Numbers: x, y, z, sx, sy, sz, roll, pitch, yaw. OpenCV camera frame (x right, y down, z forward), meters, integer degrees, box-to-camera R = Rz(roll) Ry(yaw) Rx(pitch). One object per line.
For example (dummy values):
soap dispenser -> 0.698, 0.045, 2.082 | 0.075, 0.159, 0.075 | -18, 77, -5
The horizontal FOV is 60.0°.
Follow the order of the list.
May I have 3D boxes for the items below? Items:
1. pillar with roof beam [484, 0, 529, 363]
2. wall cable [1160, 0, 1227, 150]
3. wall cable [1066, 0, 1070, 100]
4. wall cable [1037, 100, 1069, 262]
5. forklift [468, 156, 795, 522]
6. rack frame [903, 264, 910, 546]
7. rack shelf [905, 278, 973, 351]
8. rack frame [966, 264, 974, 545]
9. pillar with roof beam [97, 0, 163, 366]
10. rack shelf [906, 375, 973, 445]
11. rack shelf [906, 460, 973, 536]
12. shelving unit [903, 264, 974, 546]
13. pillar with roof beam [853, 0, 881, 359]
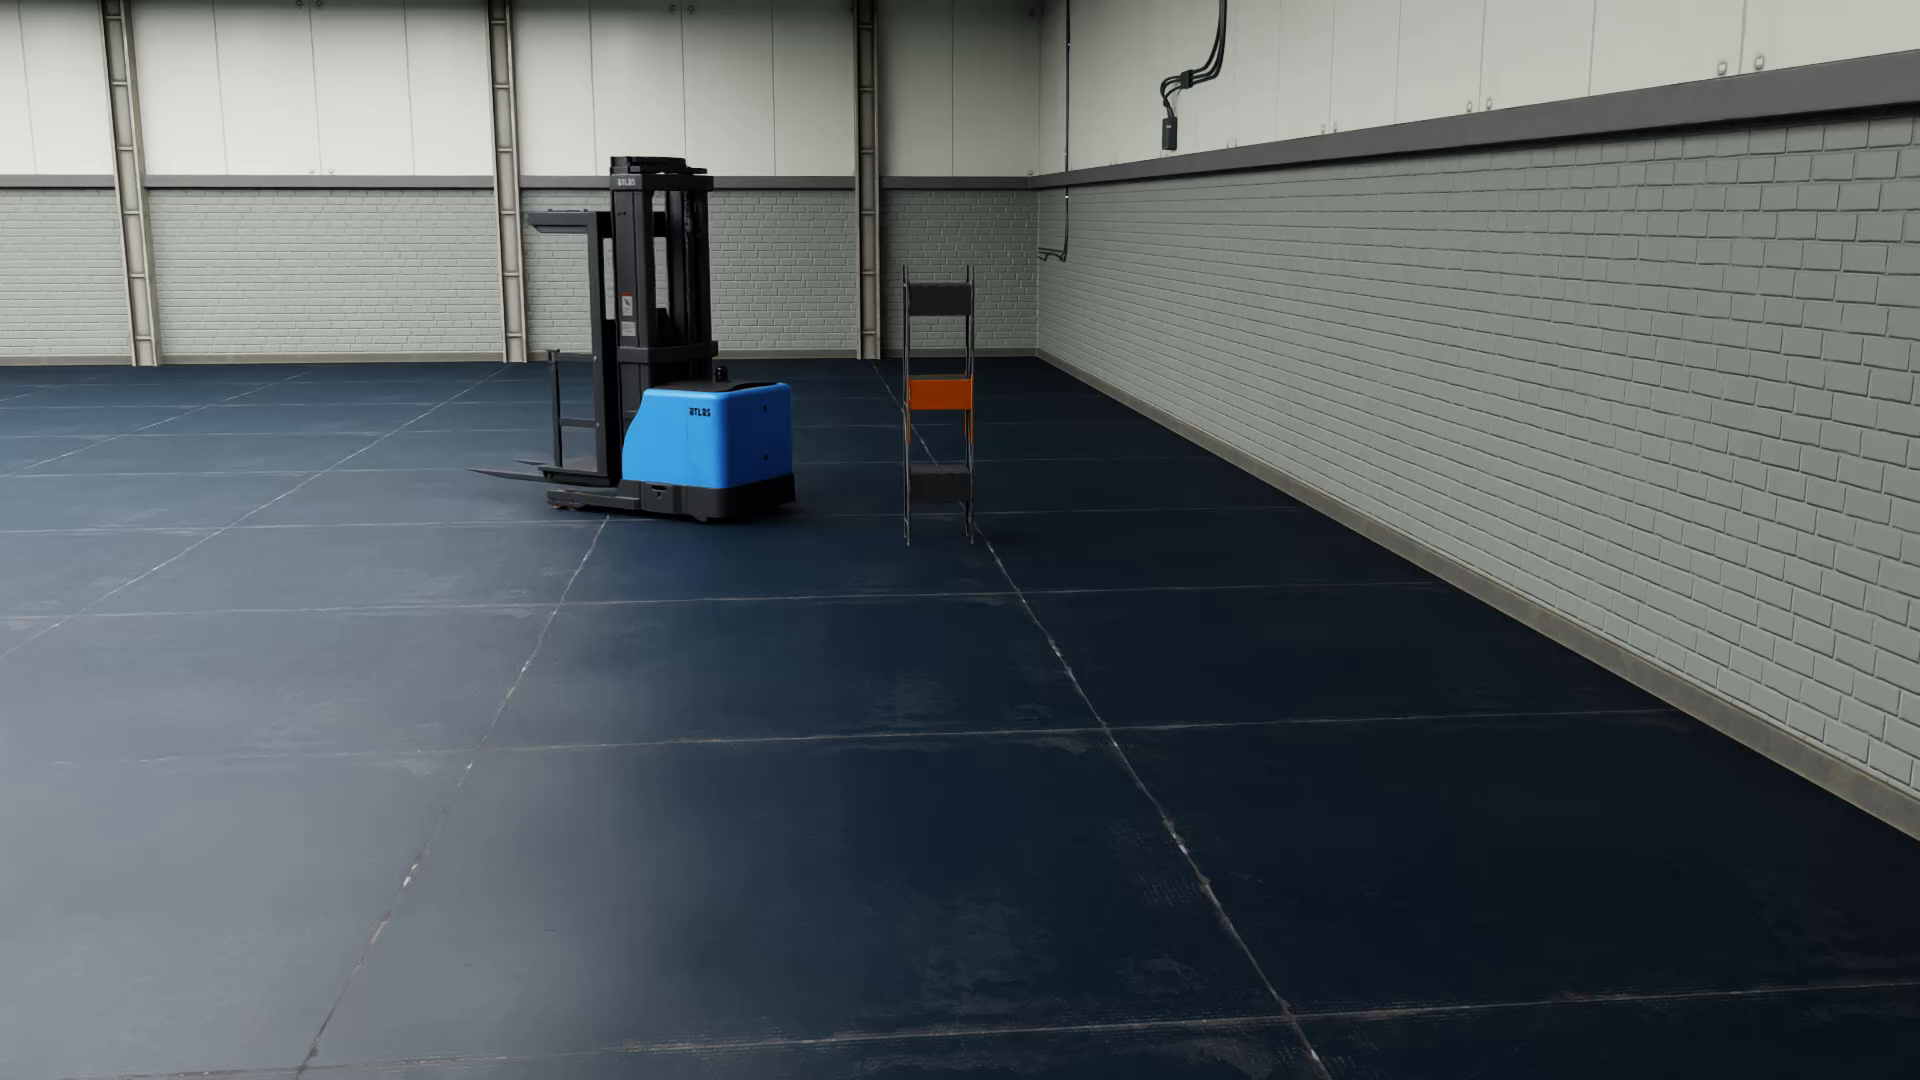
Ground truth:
pillar with roof beam -> -7.089, -6.628, 23.254 | 0.400, 9.000, 9.100 | -1, 11, -6
wall cable -> 2.492, -7.234, 17.521 | 0.169, 6.003, 2.305 | -1, 11, -6
wall cable -> 1.774, -7.822, 24.285 | 0.112, 2.526, 3.097 | -1, 11, -6
wall cable -> 1.482, -5.863, 27.411 | 0.112, 2.526, 3.097 | -1, 11, -6
forklift -> -2.946, -1.768, 14.261 | 3.031, 2.935, 1.130 | 6, 13, 29
rack frame -> -0.407, -1.022, 12.622 | 0.015, 2.100, 0.400 | -1, 11, -6
rack shelf -> -0.165, -1.700, 12.516 | 0.480, 0.518, 0.431 | -1, 11, -6
rack frame -> 0.078, -1.032, 12.674 | 0.015, 2.100, 0.400 | -1, 11, -6
pillar with roof beam -> -13.054, -6.503, 22.619 | 0.400, 9.000, 9.100 | -1, 11, -6
rack shelf -> -0.165, -1.013, 12.651 | 0.480, 0.518, 0.431 | -1, 11, -6
rack shelf -> -0.165, -0.327, 12.786 | 0.480, 0.518, 0.431 | -1, 11, -6
shelving unit -> -0.165, -1.027, 12.648 | 0.503, 2.100, 0.431 | -1, 11, -6
pillar with roof beam -> -1.124, -6.753, 23.890 | 0.400, 9.000, 9.100 | -1, 11, -6
